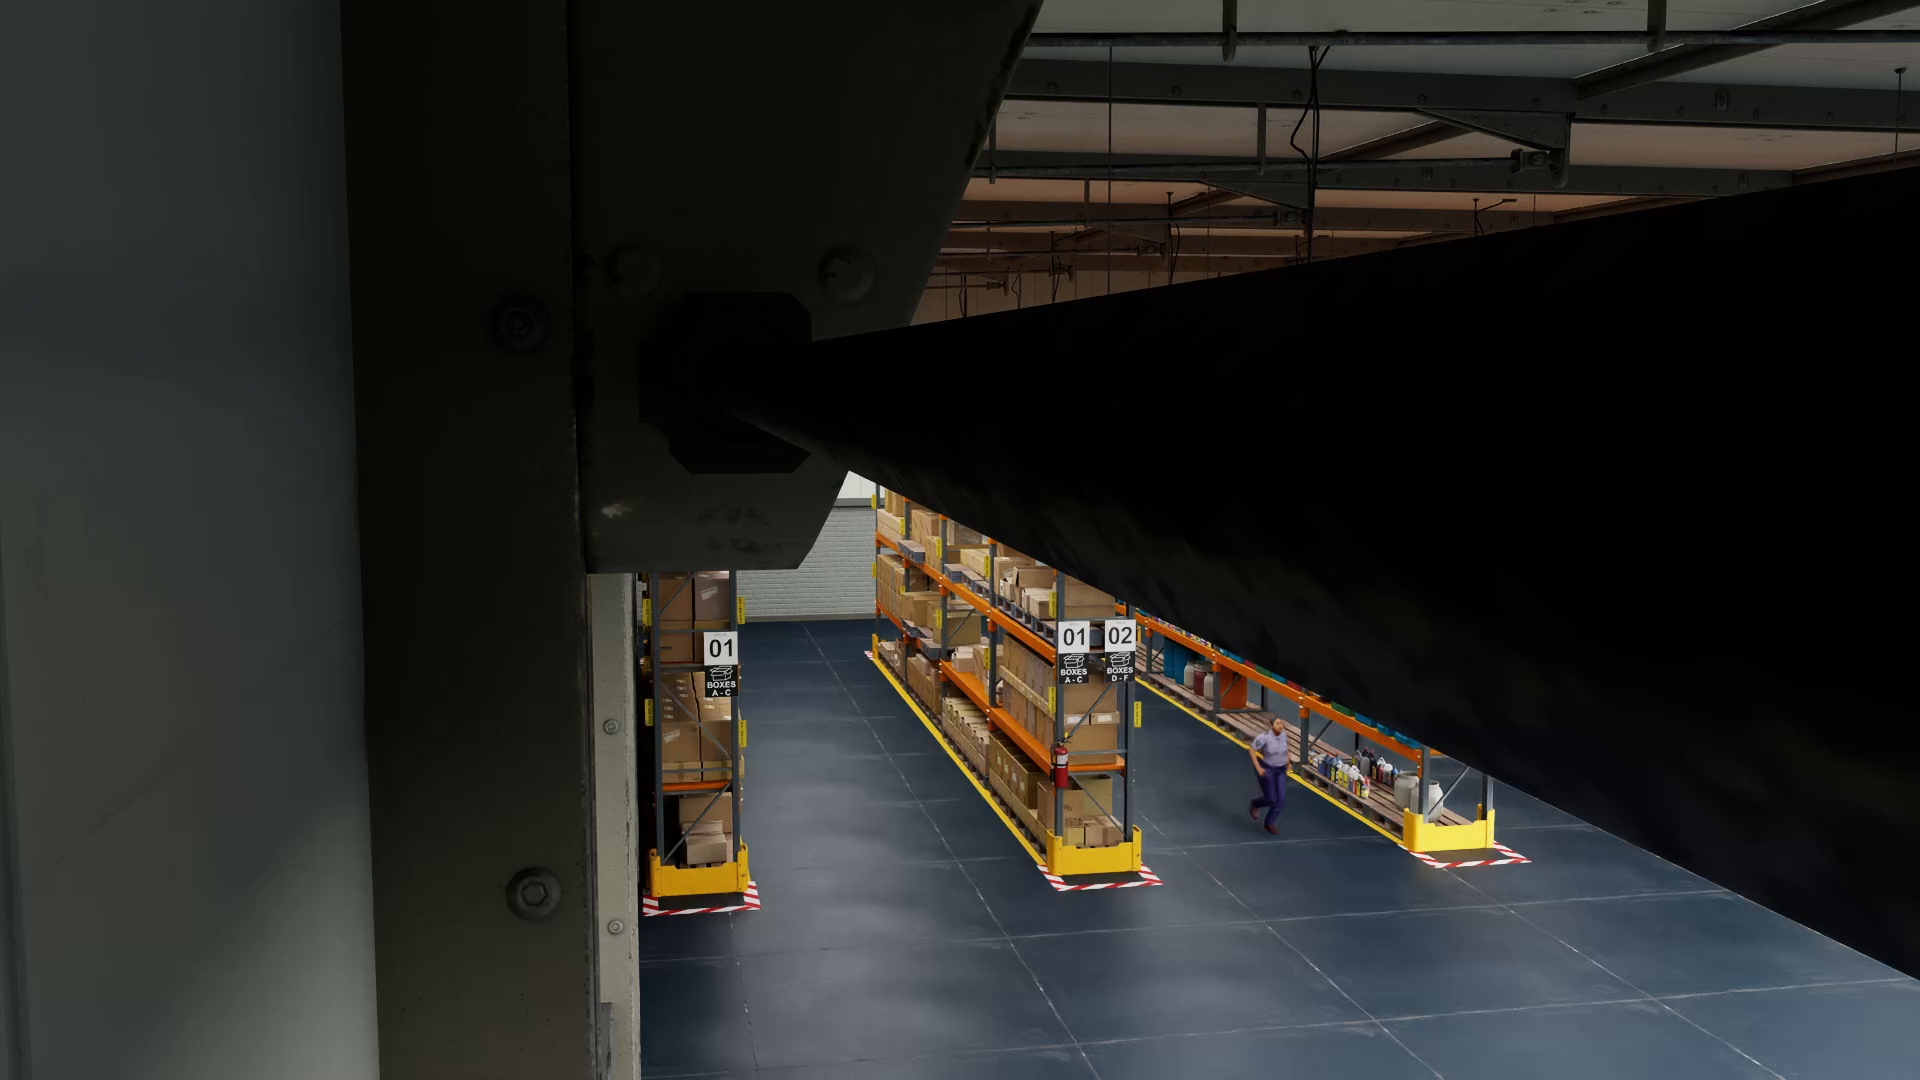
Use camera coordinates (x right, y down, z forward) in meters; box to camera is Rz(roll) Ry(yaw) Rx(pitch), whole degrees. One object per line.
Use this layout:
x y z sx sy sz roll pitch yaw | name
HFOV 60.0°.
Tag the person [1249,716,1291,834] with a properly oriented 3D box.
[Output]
4.273 3.200 22.881 0.623 1.610 0.545 -3 7 -27 | person
